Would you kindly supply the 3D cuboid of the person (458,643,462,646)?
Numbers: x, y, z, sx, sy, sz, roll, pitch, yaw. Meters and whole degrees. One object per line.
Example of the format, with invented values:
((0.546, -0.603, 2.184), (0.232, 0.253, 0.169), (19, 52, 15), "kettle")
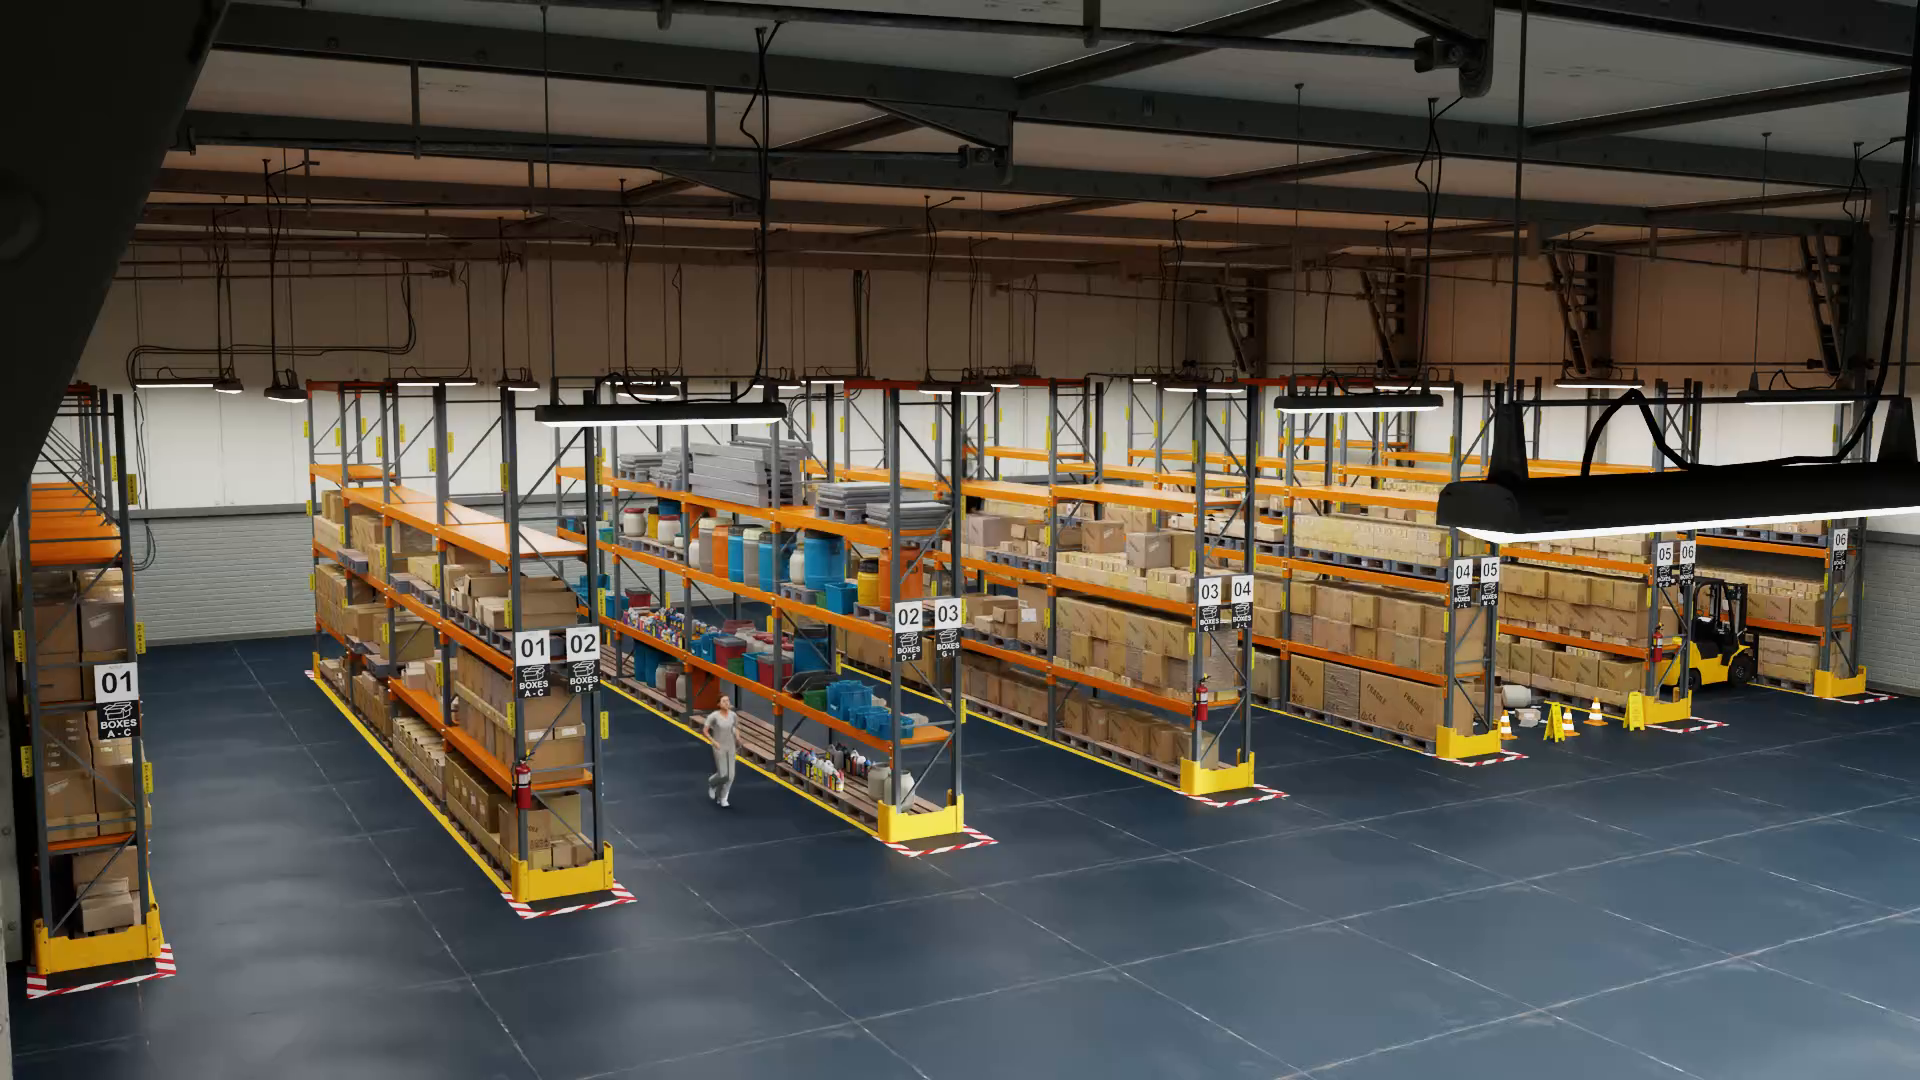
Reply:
((-9.627, 2.052, 32.536), (0.613, 1.648, 0.576), (-4, 7, -34), "person")

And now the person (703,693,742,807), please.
((-3.383, 2.993, 23.796), (0.546, 1.624, 0.554), (-4, 8, -36), "person")
